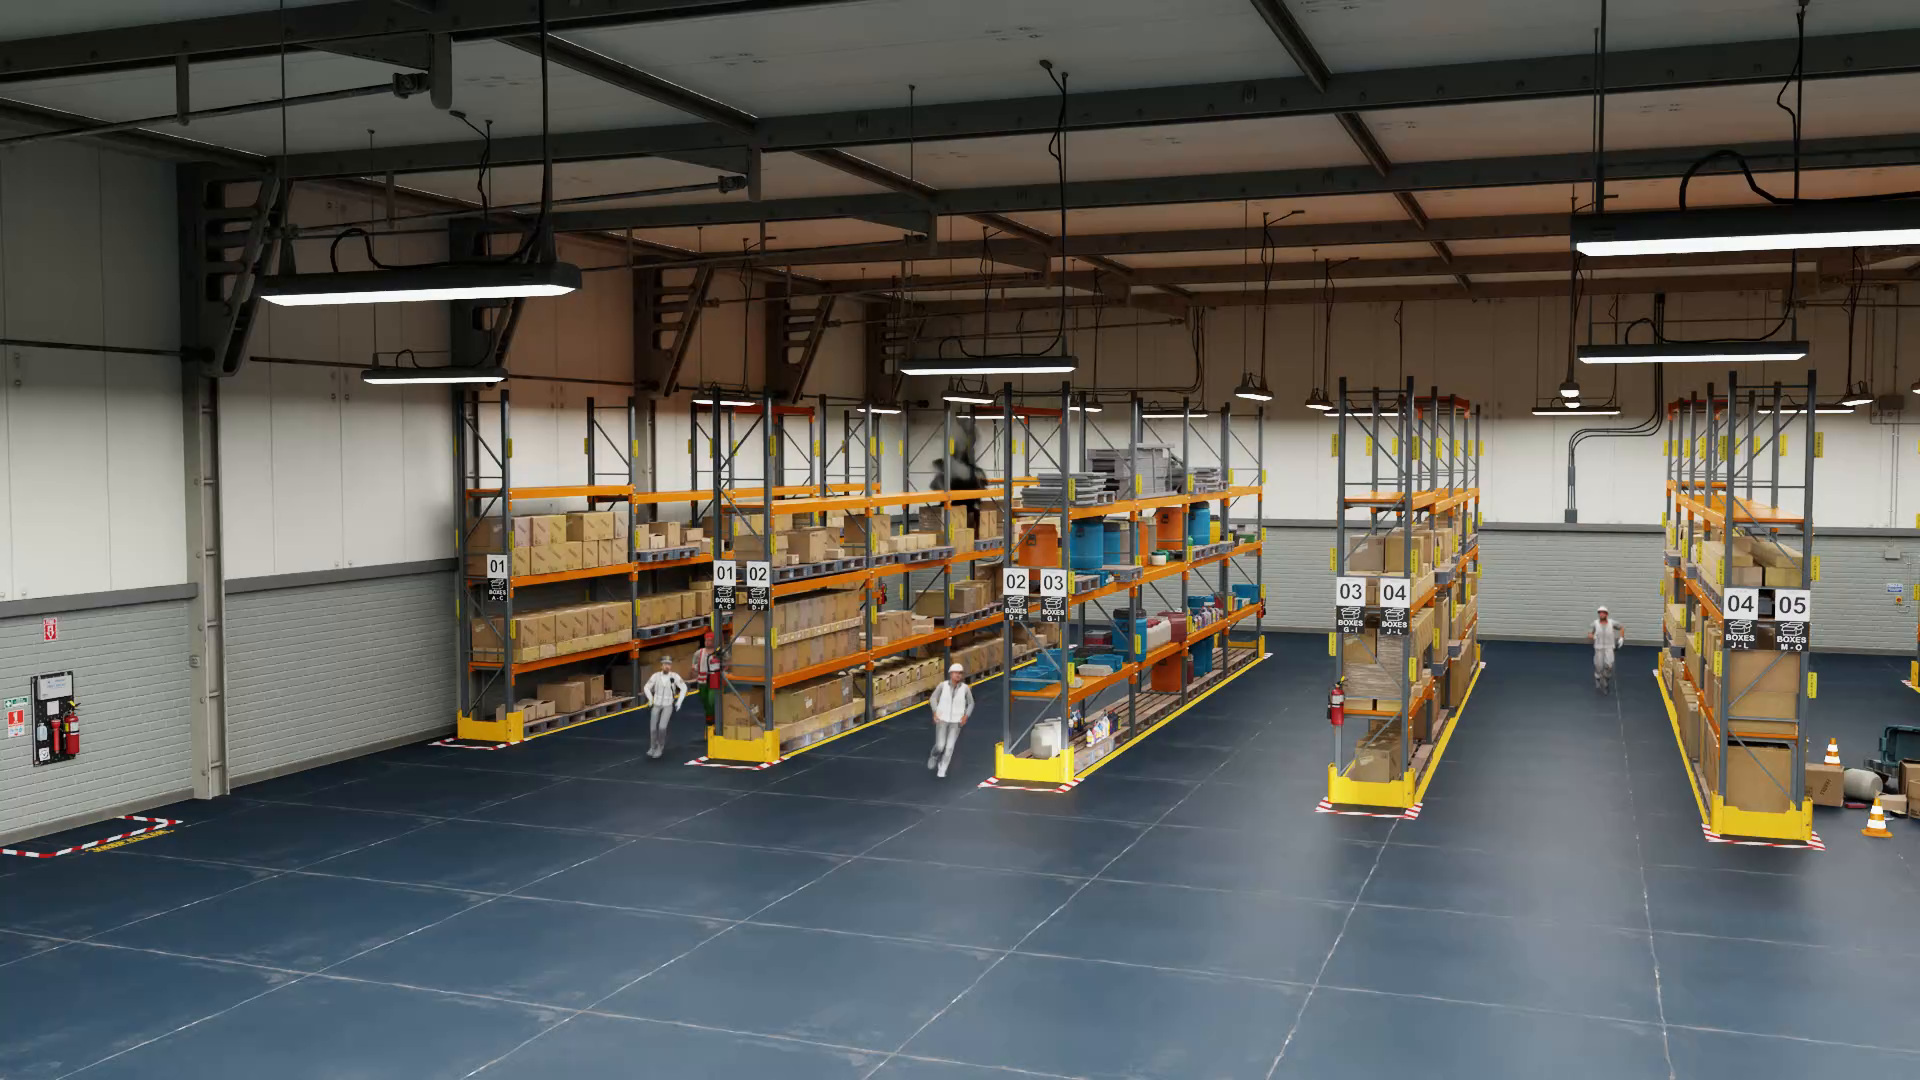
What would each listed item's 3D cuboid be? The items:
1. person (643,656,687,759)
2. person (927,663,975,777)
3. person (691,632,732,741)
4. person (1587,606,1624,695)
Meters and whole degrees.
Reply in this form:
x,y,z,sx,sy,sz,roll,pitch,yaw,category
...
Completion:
x,y,z,sx,sy,sz,roll,pitch,yaw,category
-4.790,2.697,26.925,0.674,1.667,0.622,0,3,2,person
-0.131,2.743,25.449,0.719,1.720,0.515,0,3,-5,person
-4.330,2.492,28.675,0.645,1.799,0.899,1,3,12,person
13.123,2.243,33.836,0.674,1.793,0.894,2,3,26,person
